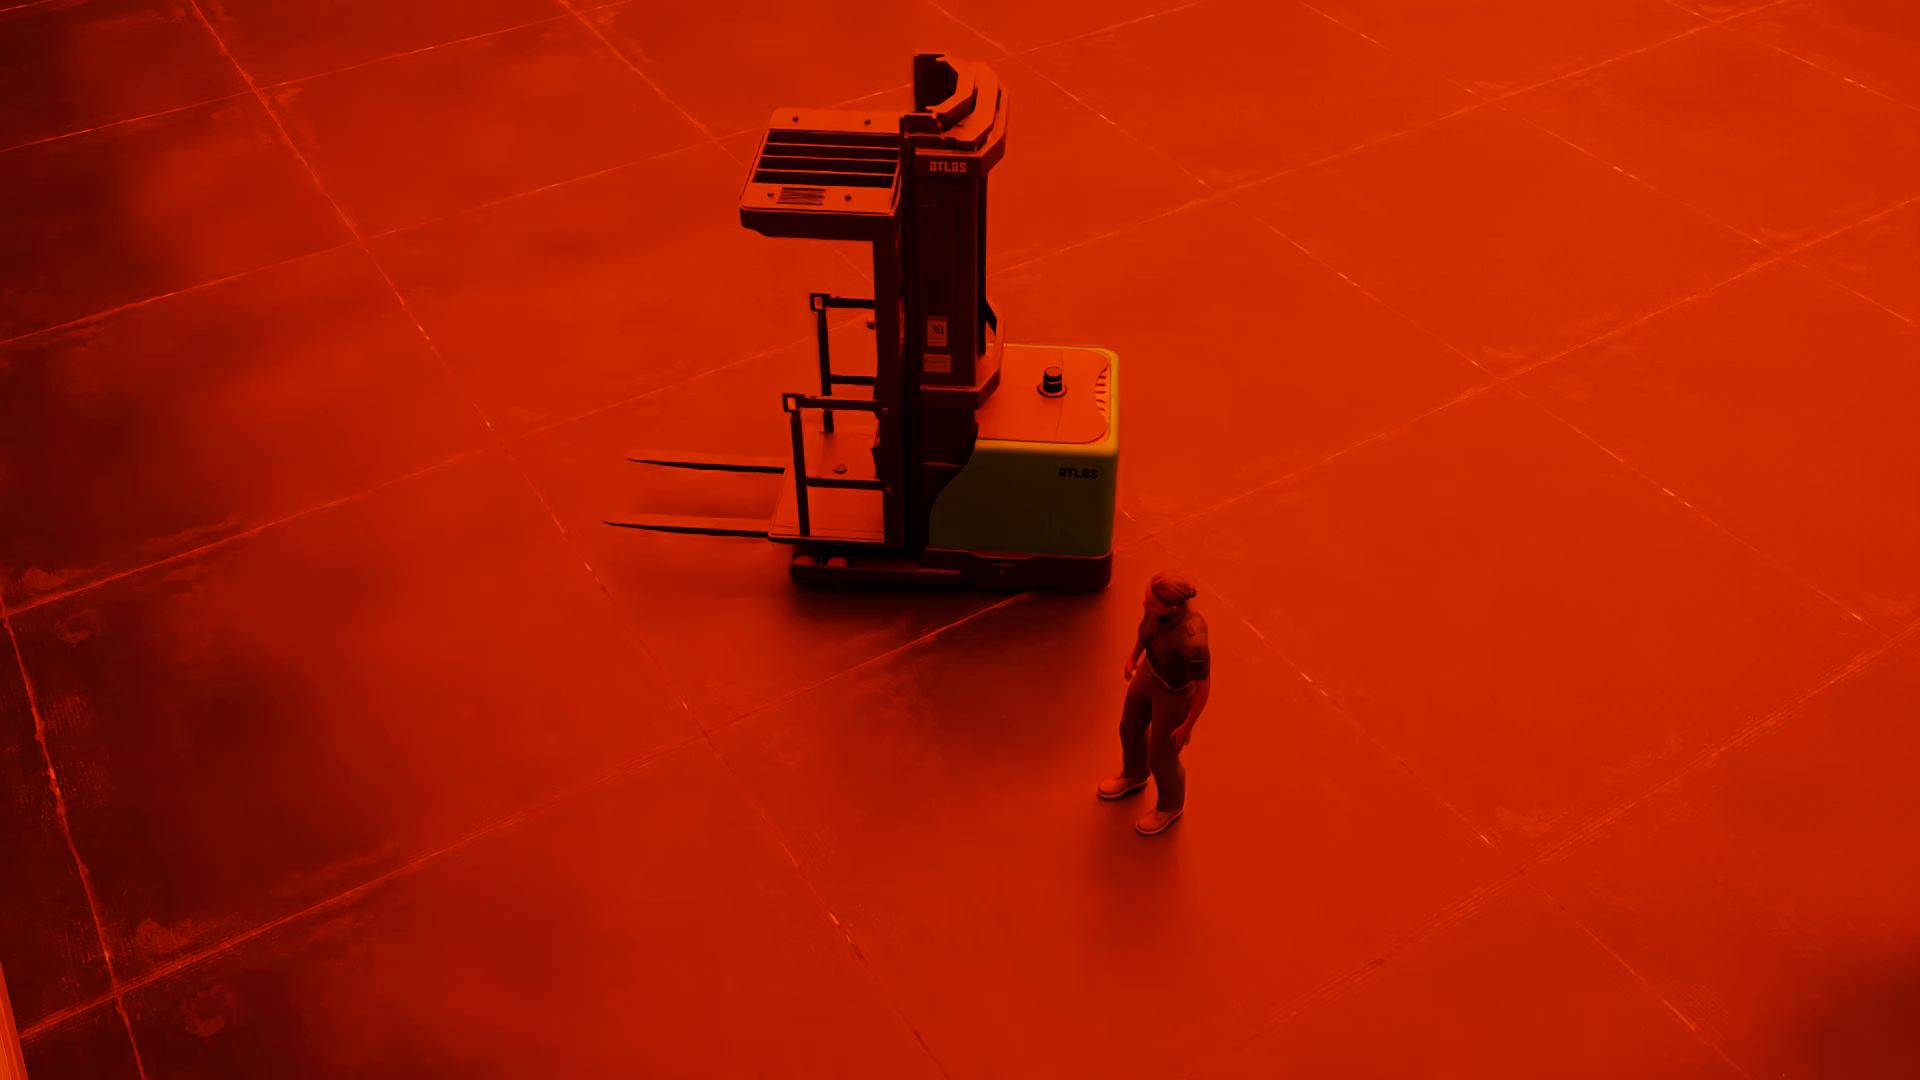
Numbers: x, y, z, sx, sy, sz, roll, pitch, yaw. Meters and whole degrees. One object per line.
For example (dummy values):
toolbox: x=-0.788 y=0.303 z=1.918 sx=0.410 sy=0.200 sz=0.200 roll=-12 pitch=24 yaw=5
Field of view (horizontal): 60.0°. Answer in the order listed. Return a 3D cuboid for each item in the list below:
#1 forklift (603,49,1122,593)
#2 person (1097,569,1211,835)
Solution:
forklift: x=-0.589 y=-1.183 z=9.225 sx=3.031 sy=2.935 sz=1.130 roll=3 pitch=41 yaw=4
person: x=0.955 y=0.742 z=7.996 sx=0.377 sy=1.652 sz=0.553 roll=-19 pitch=44 yaw=-20
